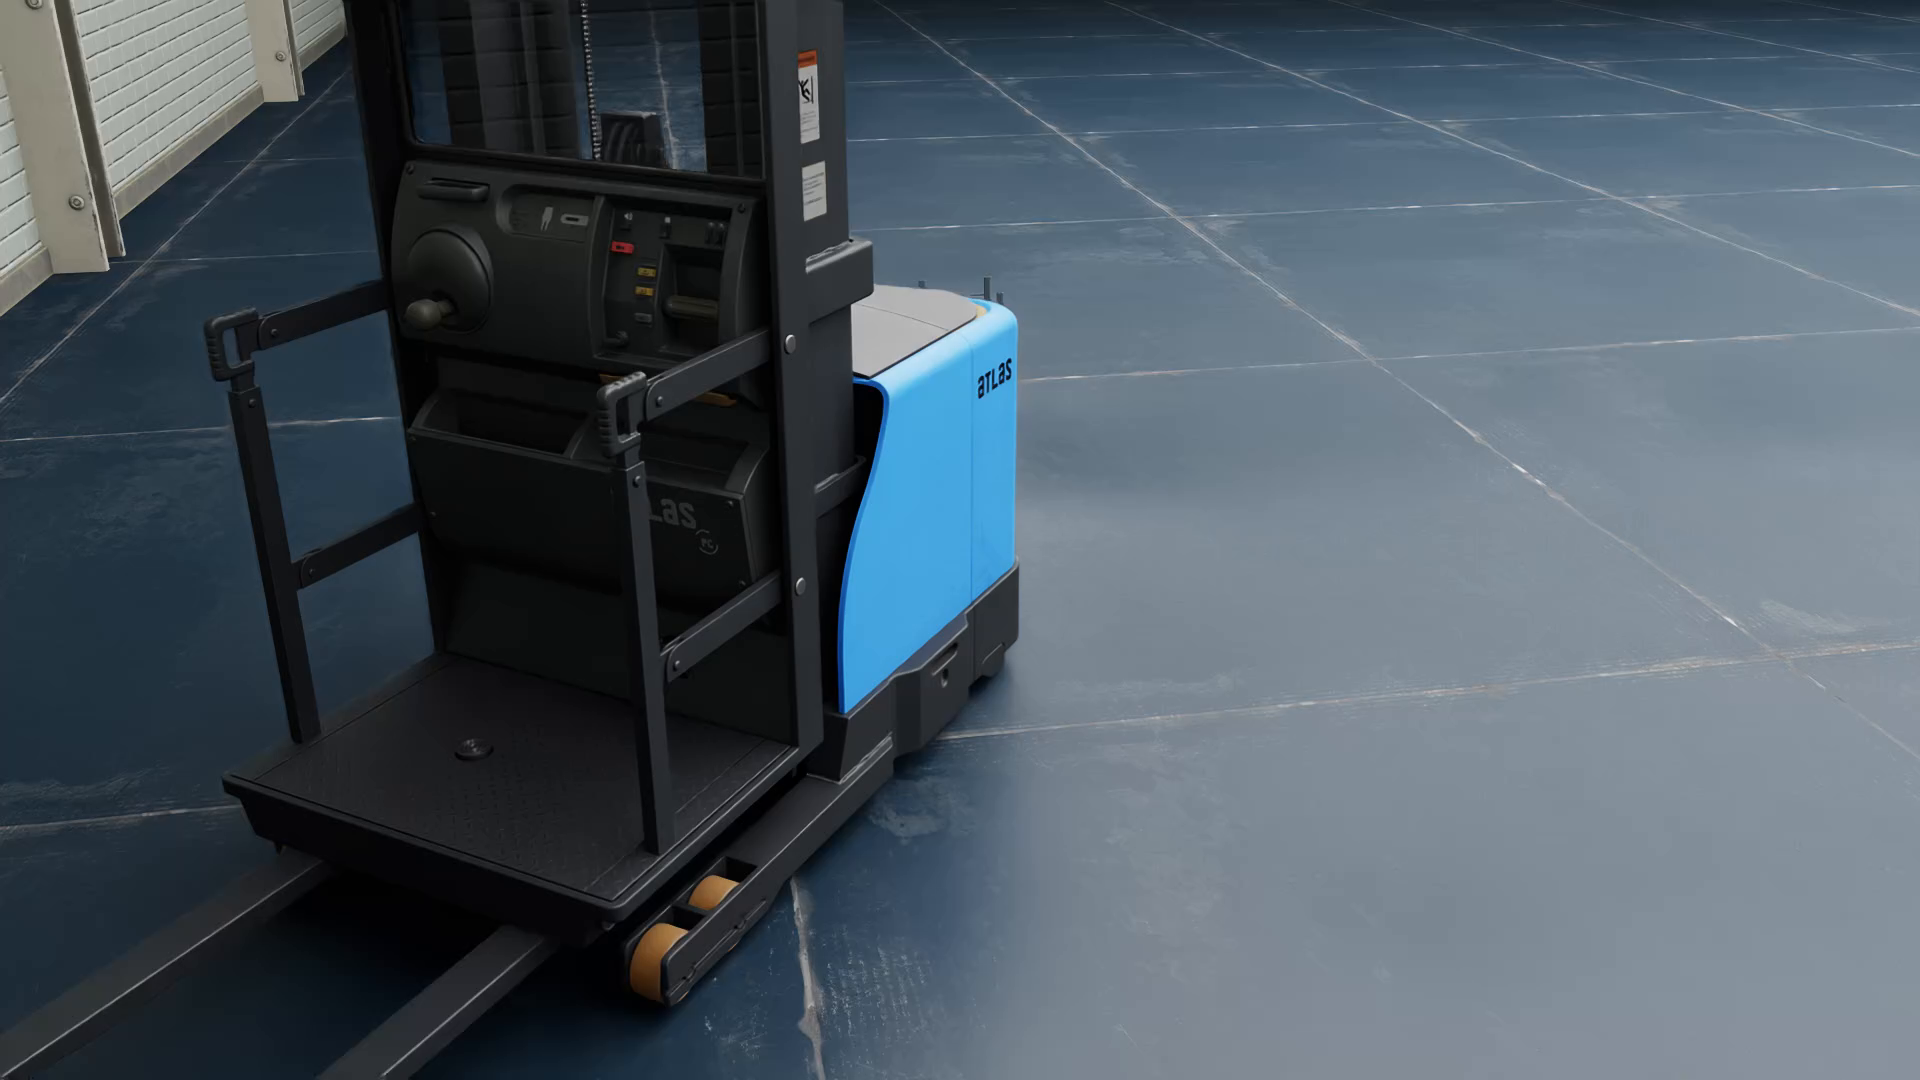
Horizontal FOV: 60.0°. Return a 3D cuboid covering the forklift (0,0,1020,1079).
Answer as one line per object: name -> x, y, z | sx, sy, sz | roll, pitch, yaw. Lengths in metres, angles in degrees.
forklift -> -0.938, -0.566, 3.385 | 1.130, 2.935, 3.031 | 11, 26, 24

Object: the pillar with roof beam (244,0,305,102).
pillar with roof beam -> -1.750, -8.344, 13.612 | 9.100, 9.000, 0.400 | -4, 24, -10

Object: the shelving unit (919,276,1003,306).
shelving unit -> 0.001, -0.409, 5.563 | 0.258, 0.900, 0.210 | -4, 24, -10

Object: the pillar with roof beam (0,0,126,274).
pillar with roof beam -> -0.641, -5.984, 8.208 | 9.100, 9.000, 0.400 | -4, 24, -10

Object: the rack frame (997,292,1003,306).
rack frame -> 0.020, -0.369, 5.471 | 0.240, 0.900, 0.006 | -4, 24, -10

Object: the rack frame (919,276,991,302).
rack frame -> -0.017, -0.449, 5.654 | 0.240, 0.900, 0.006 | -4, 24, -10
